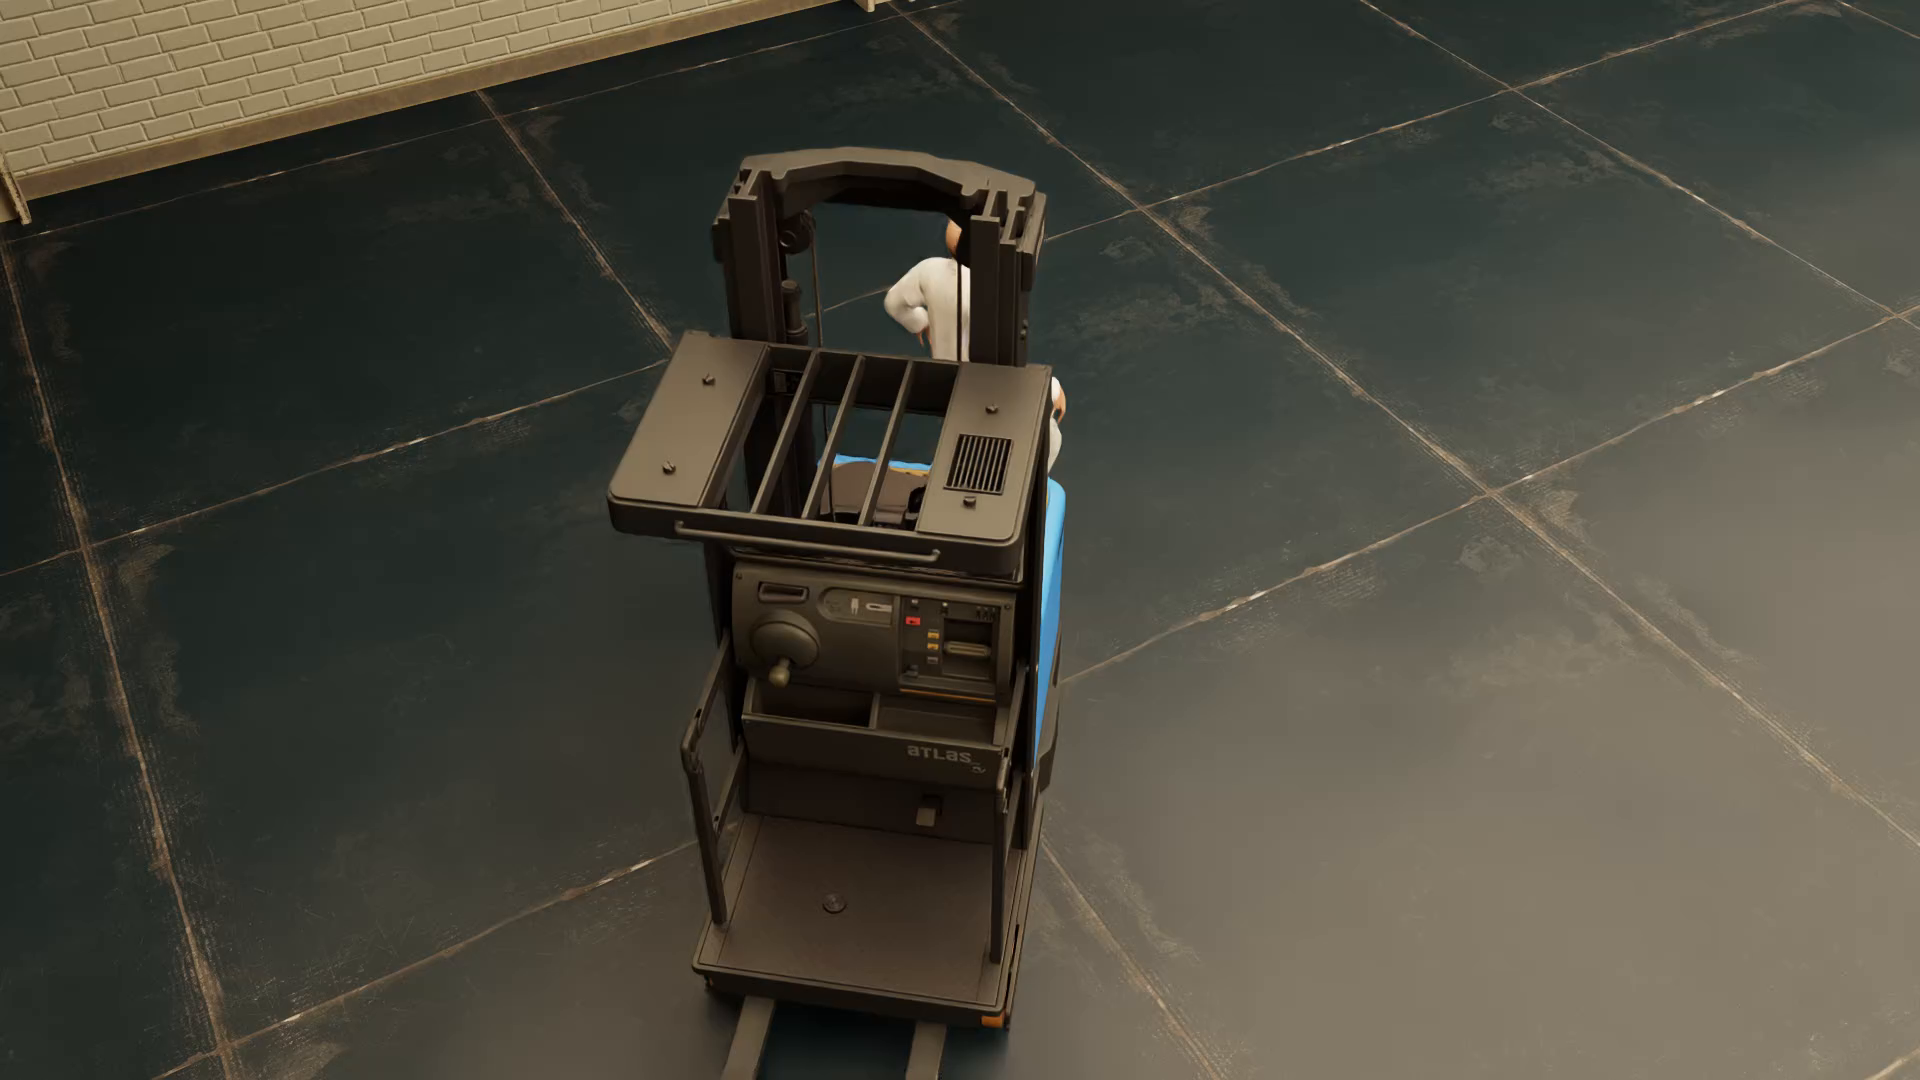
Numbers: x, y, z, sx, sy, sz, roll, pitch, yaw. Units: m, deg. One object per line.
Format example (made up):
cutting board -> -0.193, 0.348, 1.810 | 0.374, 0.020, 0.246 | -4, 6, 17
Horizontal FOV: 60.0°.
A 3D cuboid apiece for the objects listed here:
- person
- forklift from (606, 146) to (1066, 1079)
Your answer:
person -> 0.171, -0.716, 7.403 | 0.719, 1.736, 0.979 | -24, 48, -24
forklift -> -0.319, 0.402, 5.264 | 1.130, 2.935, 3.031 | 6, 43, 7
